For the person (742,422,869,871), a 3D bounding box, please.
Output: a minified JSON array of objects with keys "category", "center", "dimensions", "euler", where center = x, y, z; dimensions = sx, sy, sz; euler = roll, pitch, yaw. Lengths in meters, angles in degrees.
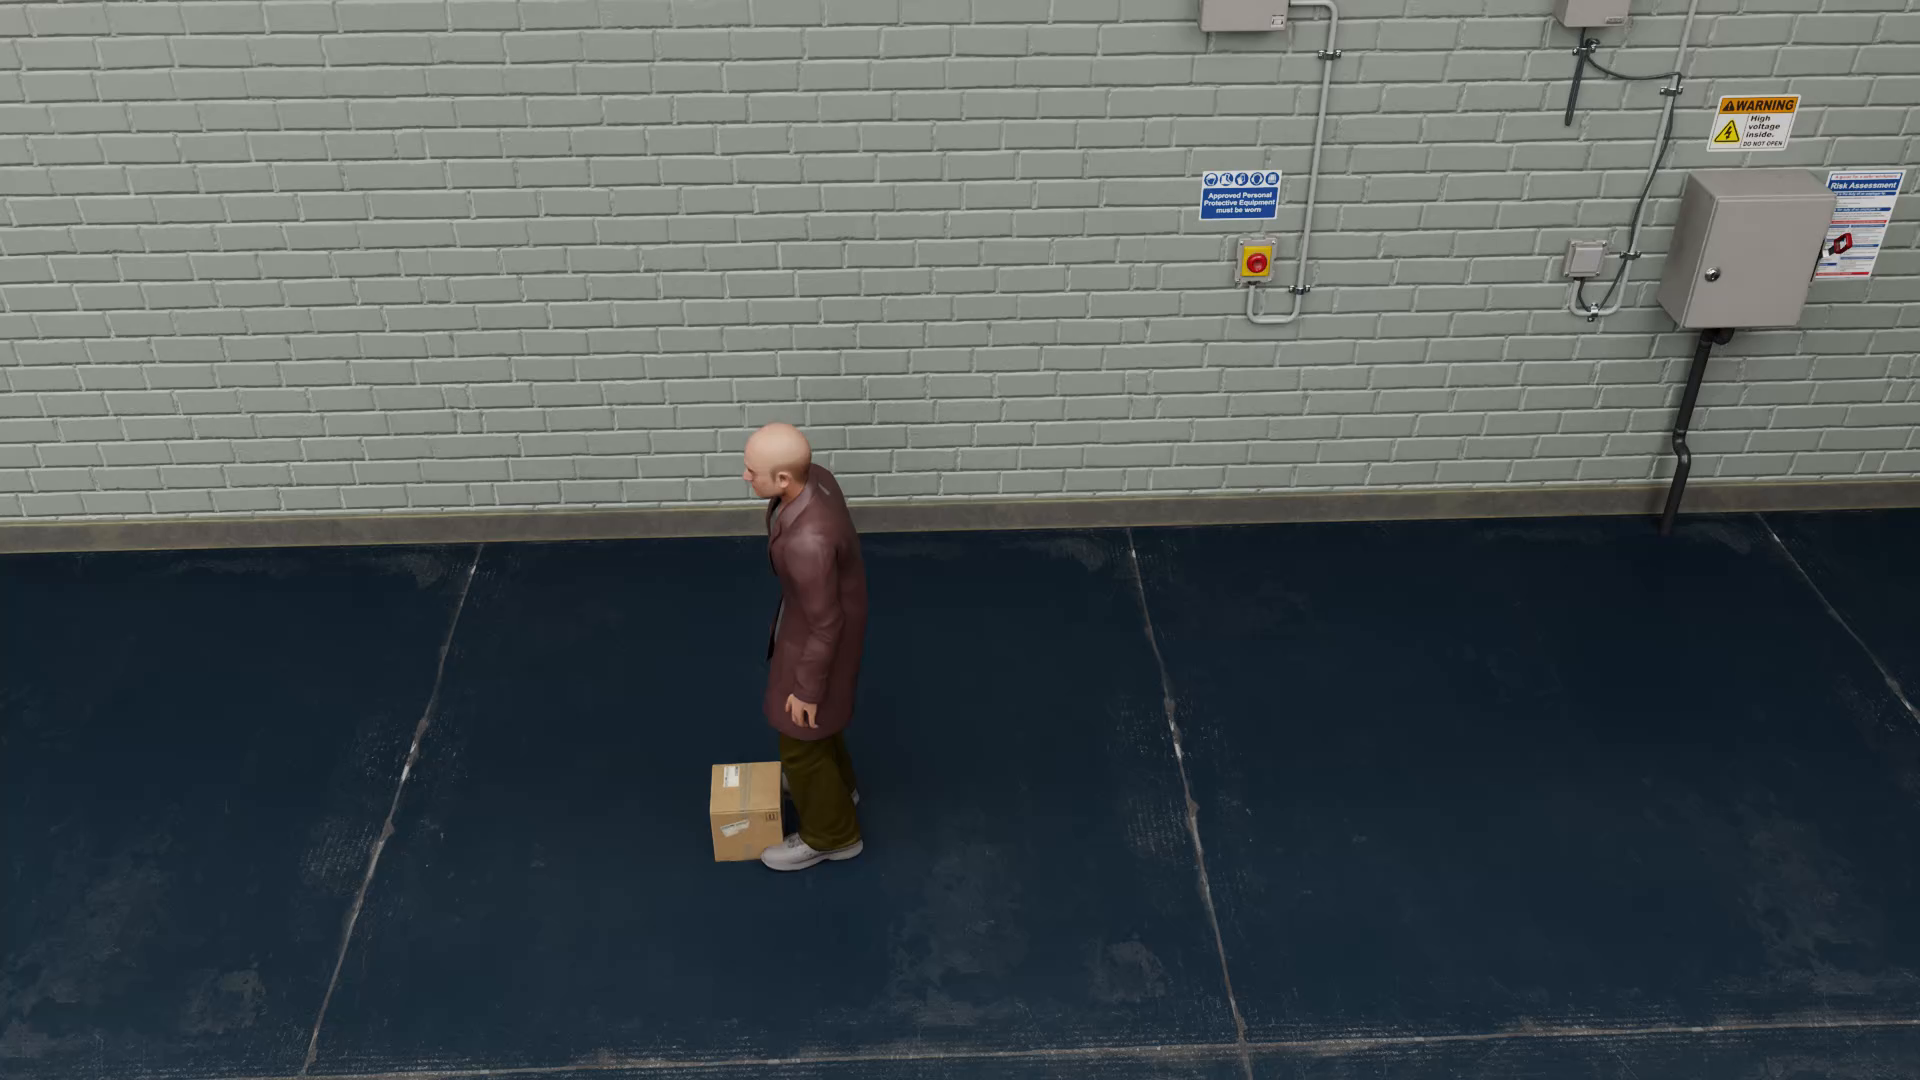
[{"category":"person","center":[-0.520,0.361,5.640],"dimensions":[0.429,1.772,0.645],"euler":[-3,35,-5]}]
